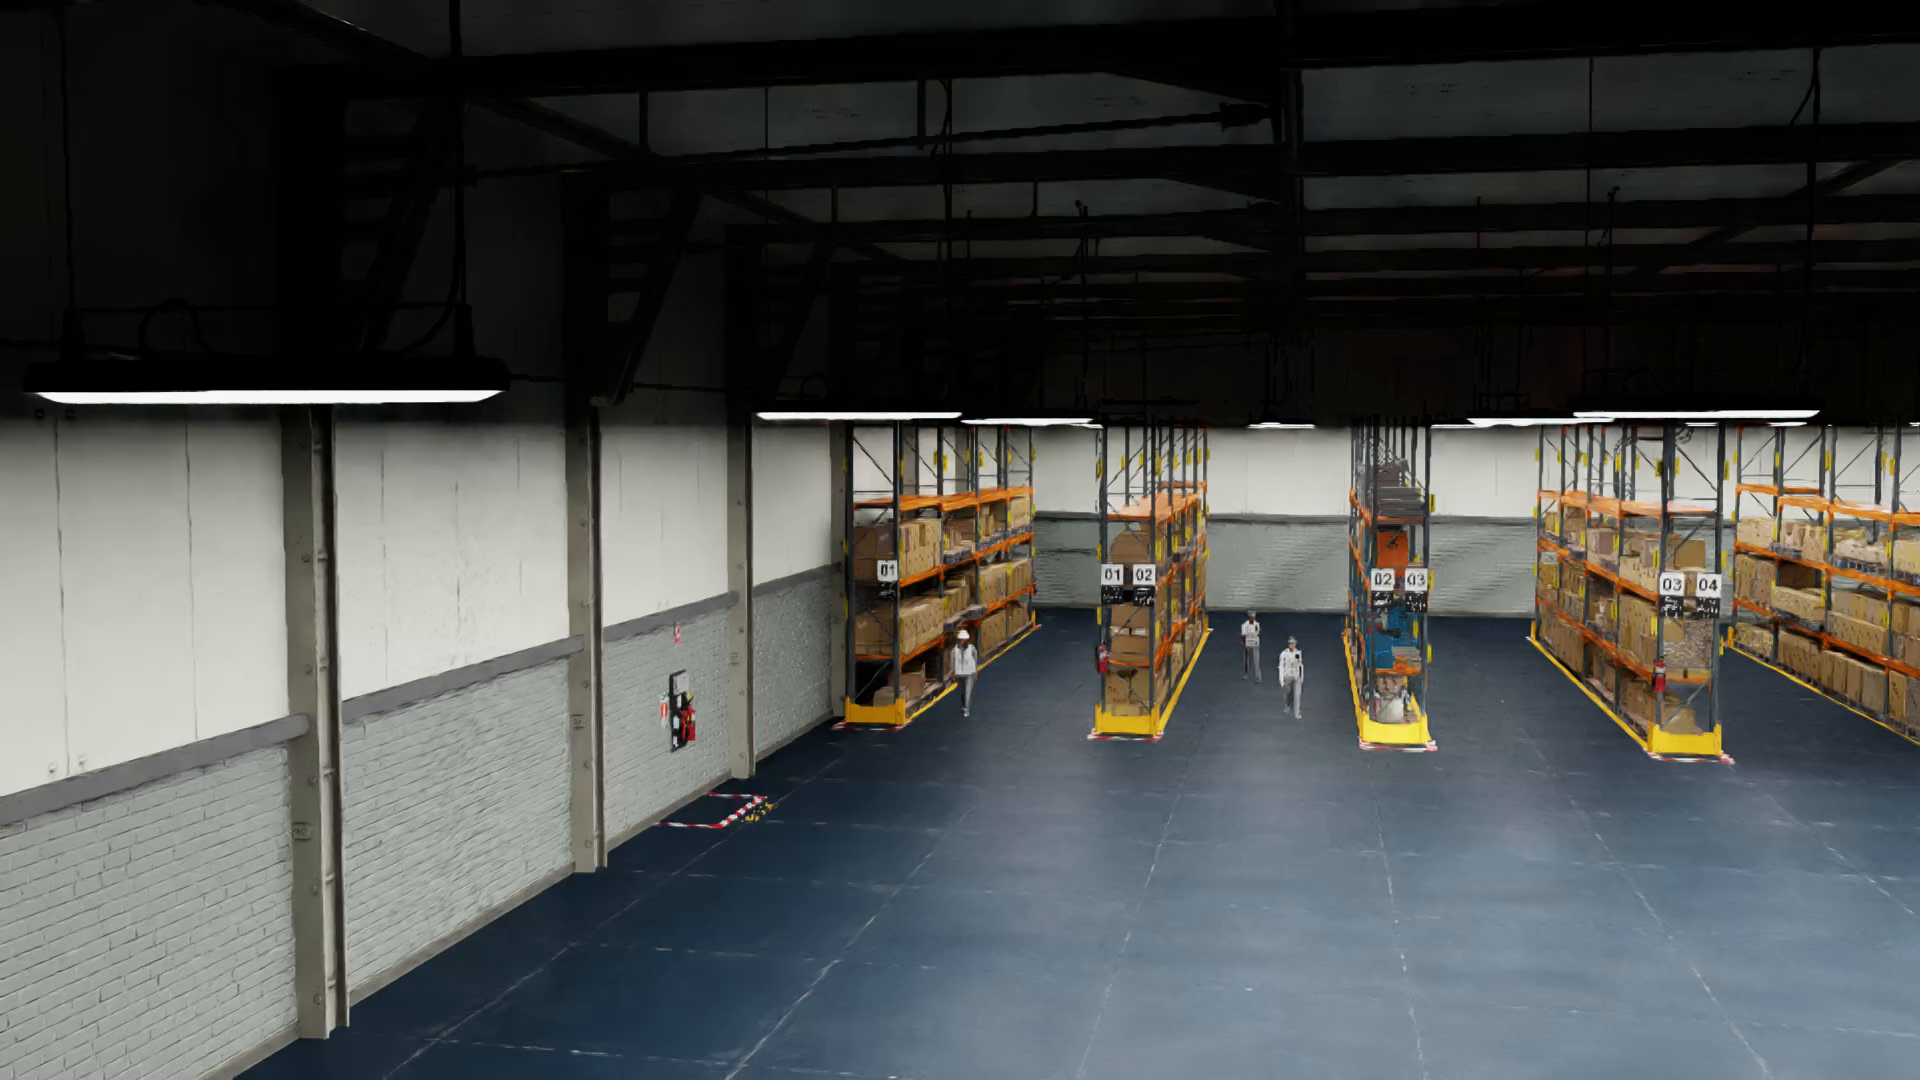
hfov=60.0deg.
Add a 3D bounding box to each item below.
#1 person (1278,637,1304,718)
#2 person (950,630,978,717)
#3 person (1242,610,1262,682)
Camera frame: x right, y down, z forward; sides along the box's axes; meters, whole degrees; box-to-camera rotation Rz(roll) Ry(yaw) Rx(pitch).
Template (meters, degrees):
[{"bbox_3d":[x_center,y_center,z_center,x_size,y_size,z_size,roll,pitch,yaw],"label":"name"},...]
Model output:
[{"bbox_3d":[6.578,2.702,33.053,0.499,1.587,1.074,1,4,10],"label":"person"},{"bbox_3d":[0.070,2.643,33.330,0.543,1.700,1.115,1,4,14],"label":"person"},{"bbox_3d":[6.597,2.385,37.702,0.448,1.623,0.998,0,4,3],"label":"person"}]
